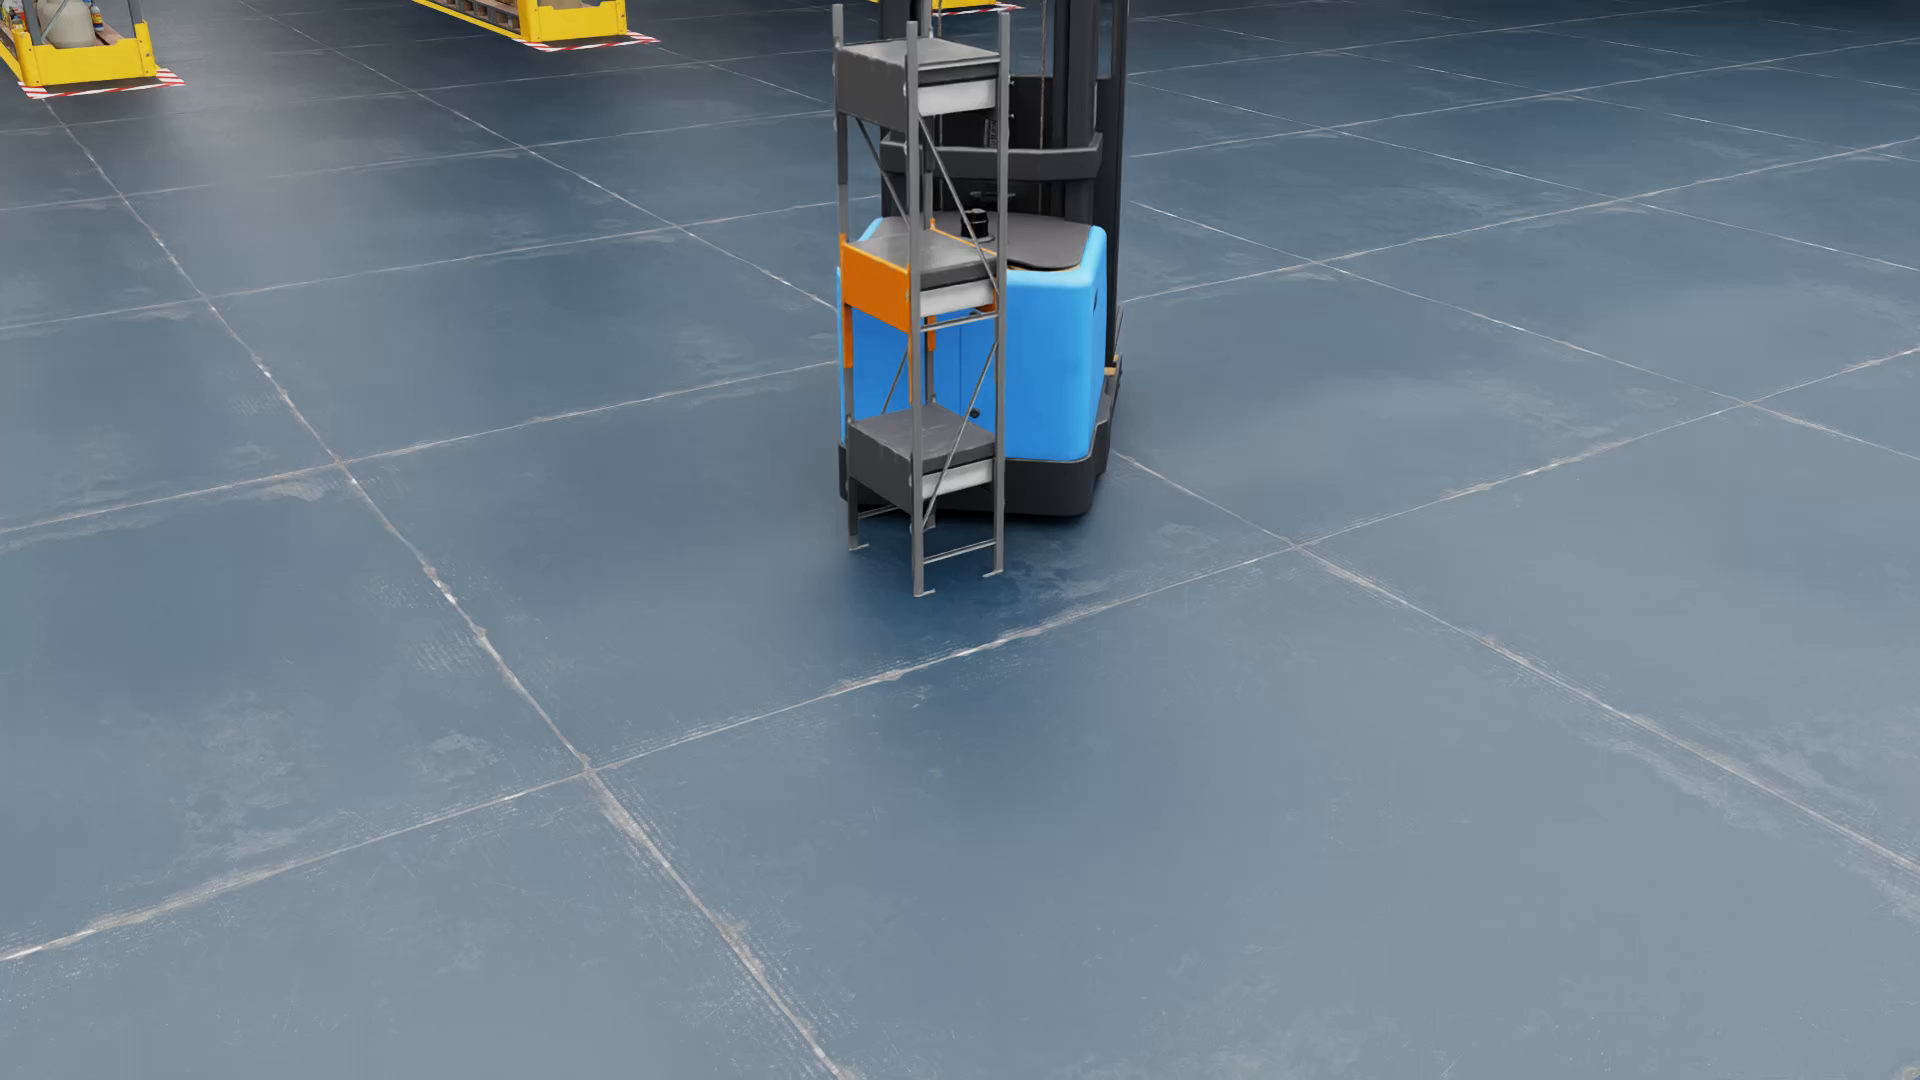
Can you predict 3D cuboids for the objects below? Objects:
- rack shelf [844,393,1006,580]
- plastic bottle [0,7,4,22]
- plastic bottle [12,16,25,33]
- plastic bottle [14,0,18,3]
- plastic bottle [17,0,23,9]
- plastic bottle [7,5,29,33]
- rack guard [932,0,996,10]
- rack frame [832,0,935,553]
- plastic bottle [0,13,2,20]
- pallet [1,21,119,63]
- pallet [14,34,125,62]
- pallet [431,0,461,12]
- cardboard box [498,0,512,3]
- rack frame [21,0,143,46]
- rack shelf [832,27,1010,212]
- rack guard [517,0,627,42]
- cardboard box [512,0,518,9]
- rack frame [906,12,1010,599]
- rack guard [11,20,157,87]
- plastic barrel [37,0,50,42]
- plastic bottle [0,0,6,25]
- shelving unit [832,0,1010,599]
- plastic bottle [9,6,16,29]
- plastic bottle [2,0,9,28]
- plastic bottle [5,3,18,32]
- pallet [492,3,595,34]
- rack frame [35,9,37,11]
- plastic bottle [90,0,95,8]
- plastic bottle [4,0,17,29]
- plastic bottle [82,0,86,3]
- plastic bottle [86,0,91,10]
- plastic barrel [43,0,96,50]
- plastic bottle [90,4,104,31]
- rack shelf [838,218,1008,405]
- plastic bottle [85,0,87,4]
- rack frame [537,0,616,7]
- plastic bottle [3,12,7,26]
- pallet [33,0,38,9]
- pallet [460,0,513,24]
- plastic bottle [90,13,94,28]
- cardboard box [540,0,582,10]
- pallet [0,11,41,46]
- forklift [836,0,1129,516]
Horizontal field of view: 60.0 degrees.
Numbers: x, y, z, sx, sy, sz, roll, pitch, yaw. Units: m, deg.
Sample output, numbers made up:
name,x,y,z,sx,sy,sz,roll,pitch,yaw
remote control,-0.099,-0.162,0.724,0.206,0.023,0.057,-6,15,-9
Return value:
name,x,y,z,sx,sy,sz,roll,pitch,yaw
rack shelf,-0.138,-0.216,6.420,0.431,0.518,0.480,-16,30,-30
plastic bottle,-10.460,-5.861,18.240,0.144,0.351,0.185,-17,30,-32
plastic bottle,-9.842,-5.371,17.376,0.097,0.201,0.097,0,25,0
plastic bottle,-10.382,-5.869,18.350,0.097,0.271,0.097,0,25,0
plastic bottle,-10.117,-5.719,18.026,0.152,0.276,0.135,-16,29,-30
plastic bottle,-9.957,-5.501,17.564,0.152,0.276,0.135,-15,29,-29
rack guard,-0.098,-7.018,21.030,1.175,0.500,0.348,-16,29,-30
rack frame,-0.273,-0.949,6.300,0.400,2.100,0.015,-16,30,-30
plastic bottle,-10.563,-5.929,18.383,0.144,0.351,0.185,-15,29,-28
pallet,-9.654,-5.366,17.869,1.003,0.211,1.213,-16,29,-30
pallet,-8.992,-4.930,16.945,1.003,0.211,1.213,-16,29,-30
pallet,-6.110,-6.975,21.277,1.003,0.211,1.213,-16,29,-30
cardboard box,-5.330,-6.758,19.988,0.500,0.500,0.500,-13,28,-25
rack frame,-8.472,-5.883,15.697,1.000,3.000,0.127,-16,29,-30
rack shelf,-0.138,-1.482,5.823,0.431,0.518,0.480,-16,30,-30
rack guard,-4.364,-5.934,18.734,1.175,0.500,0.348,-16,29,-30
cardboard box,-5.004,-6.529,19.504,0.500,0.500,0.500,-8,26,-16
rack frame,-0.004,-0.775,5.932,0.400,2.100,0.015,-16,30,-30
rack guard,-8.553,-4.768,16.265,1.175,0.500,0.348,-16,29,-30
plastic barrel,-9.169,-5.344,16.980,0.421,0.512,0.421,0,25,0
plastic bottle,-10.404,-5.762,18.109,0.061,0.283,0.133,-14,29,-27
shelving unit,-0.138,-0.862,6.116,0.431,2.100,0.503,-16,30,-30
plastic bottle,-9.921,-5.445,17.438,0.061,0.283,0.133,-15,29,-28
plastic bottle,-10.228,-5.709,17.918,0.144,0.351,0.185,-16,30,-30
plastic bottle,-10.032,-5.551,17.670,0.152,0.276,0.135,-16,30,-31
pallet,-4.778,-6.102,19.428,1.003,0.211,1.213,-16,29,-30
rack frame,-10.656,-7.313,18.728,1.000,3.000,0.127,-16,29,-30
plastic bottle,-9.309,-5.660,17.891,0.061,0.283,0.133,-15,29,-29
plastic bottle,-10.126,-5.643,17.777,0.144,0.351,0.185,-14,29,-27
plastic bottle,-9.553,-5.800,18.202,0.097,0.271,0.097,0,25,0
plastic bottle,-9.388,-5.691,17.973,0.097,0.271,0.097,0,25,0
plastic barrel,-8.895,-5.165,16.600,0.421,0.512,0.421,0,25,0
plastic bottle,-9.201,-5.569,17.713,0.097,0.271,0.097,0,25,0
rack shelf,-0.138,-0.849,6.122,0.431,0.518,0.480,-16,30,-30
plastic bottle,-9.442,-5.727,18.049,0.097,0.271,0.097,0,25,0
rack frame,-4.322,-7.037,18.142,1.000,3.000,0.127,-16,29,-30
plastic bottle,-10.325,-5.687,18.046,0.097,0.201,0.097,0,25,0
pallet,-11.117,-6.324,19.899,1.003,0.211,1.213,-16,29,-30
pallet,-5.439,-6.538,20.352,1.003,0.211,1.213,-16,29,-30
plastic bottle,-9.257,-5.574,17.807,0.097,0.201,0.097,0,25,0
cardboard box,-4.649,-6.324,19.068,0.500,0.500,0.500,-10,27,-20
pallet,-10.324,-5.802,18.794,1.003,0.211,1.213,-16,29,-30
forklift,0.222,-2.022,7.600,1.130,2.935,3.031,4,26,8
